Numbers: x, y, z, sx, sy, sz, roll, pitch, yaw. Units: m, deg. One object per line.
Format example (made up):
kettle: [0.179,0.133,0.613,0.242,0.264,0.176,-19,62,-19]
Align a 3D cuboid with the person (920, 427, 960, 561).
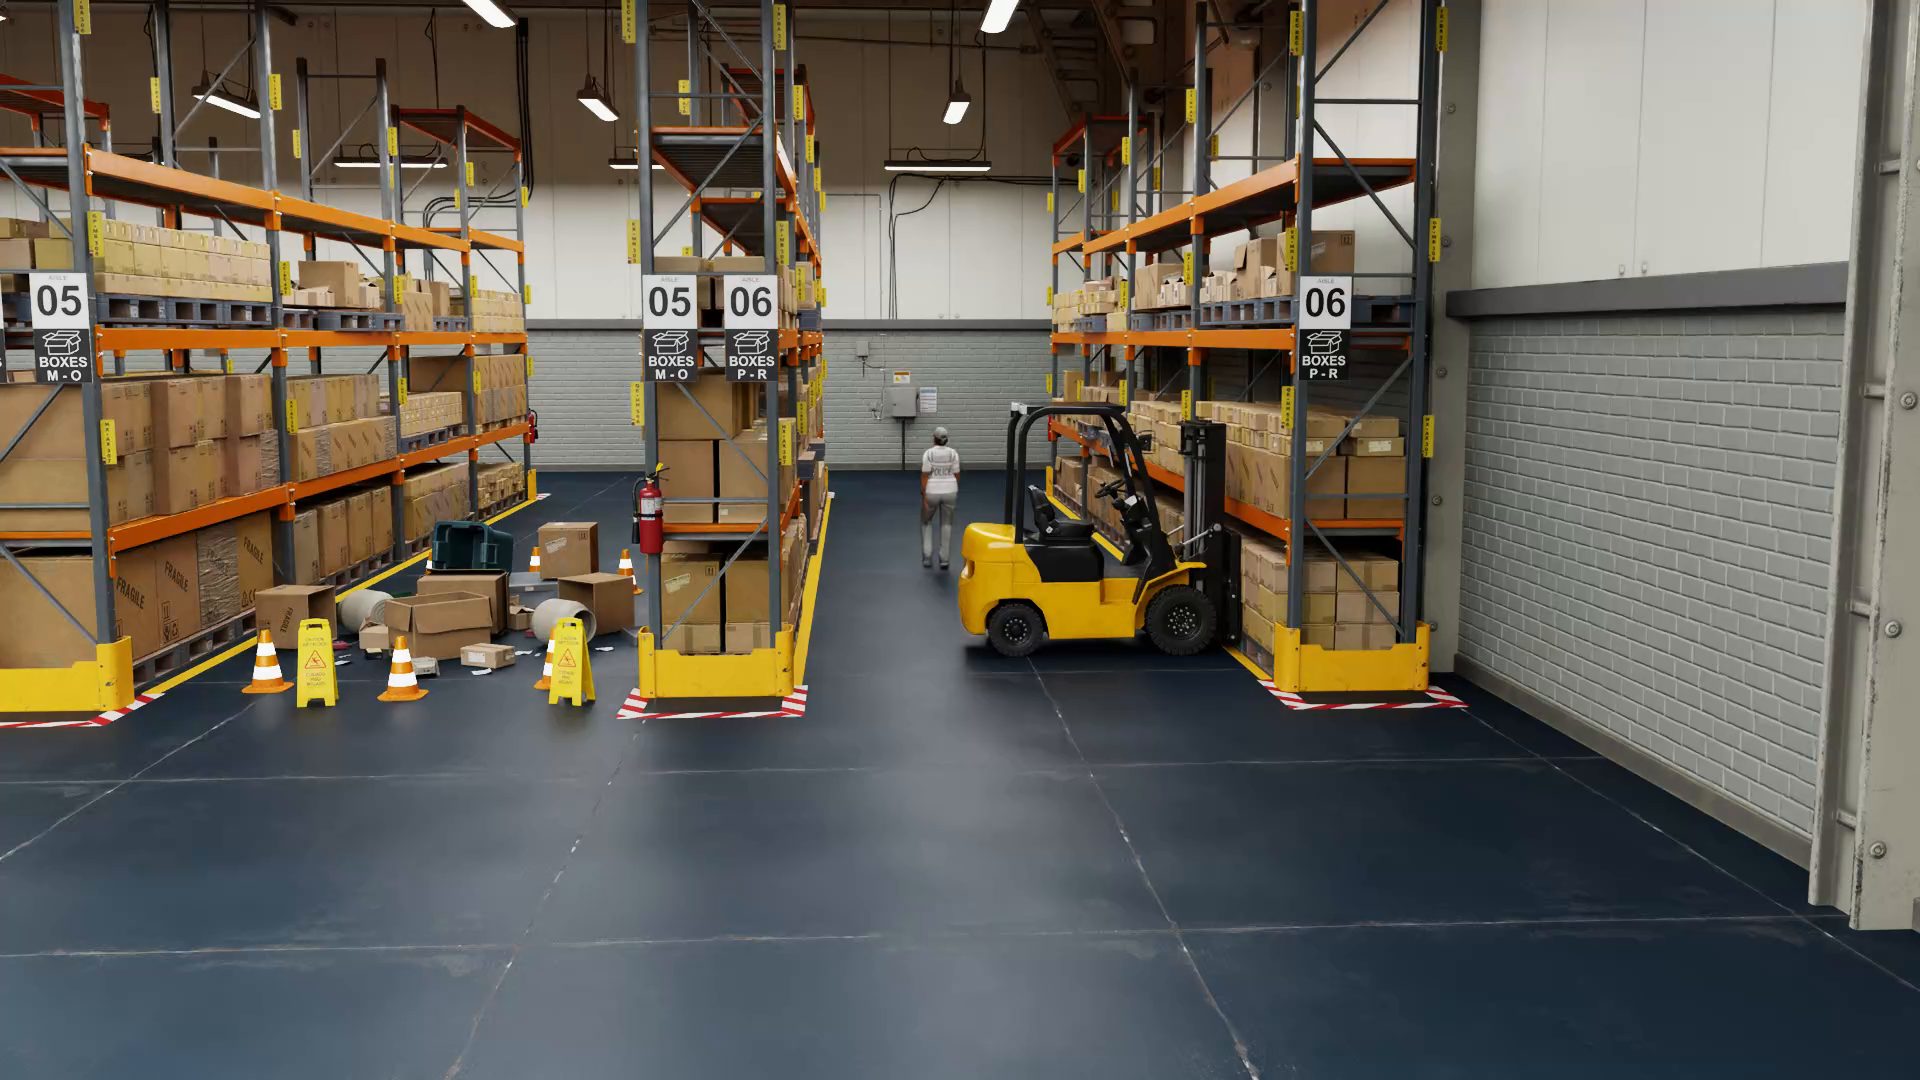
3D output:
person: [-0.241,-0.564,19.887,0.476,1.582,0.485,-1,7,-7]
